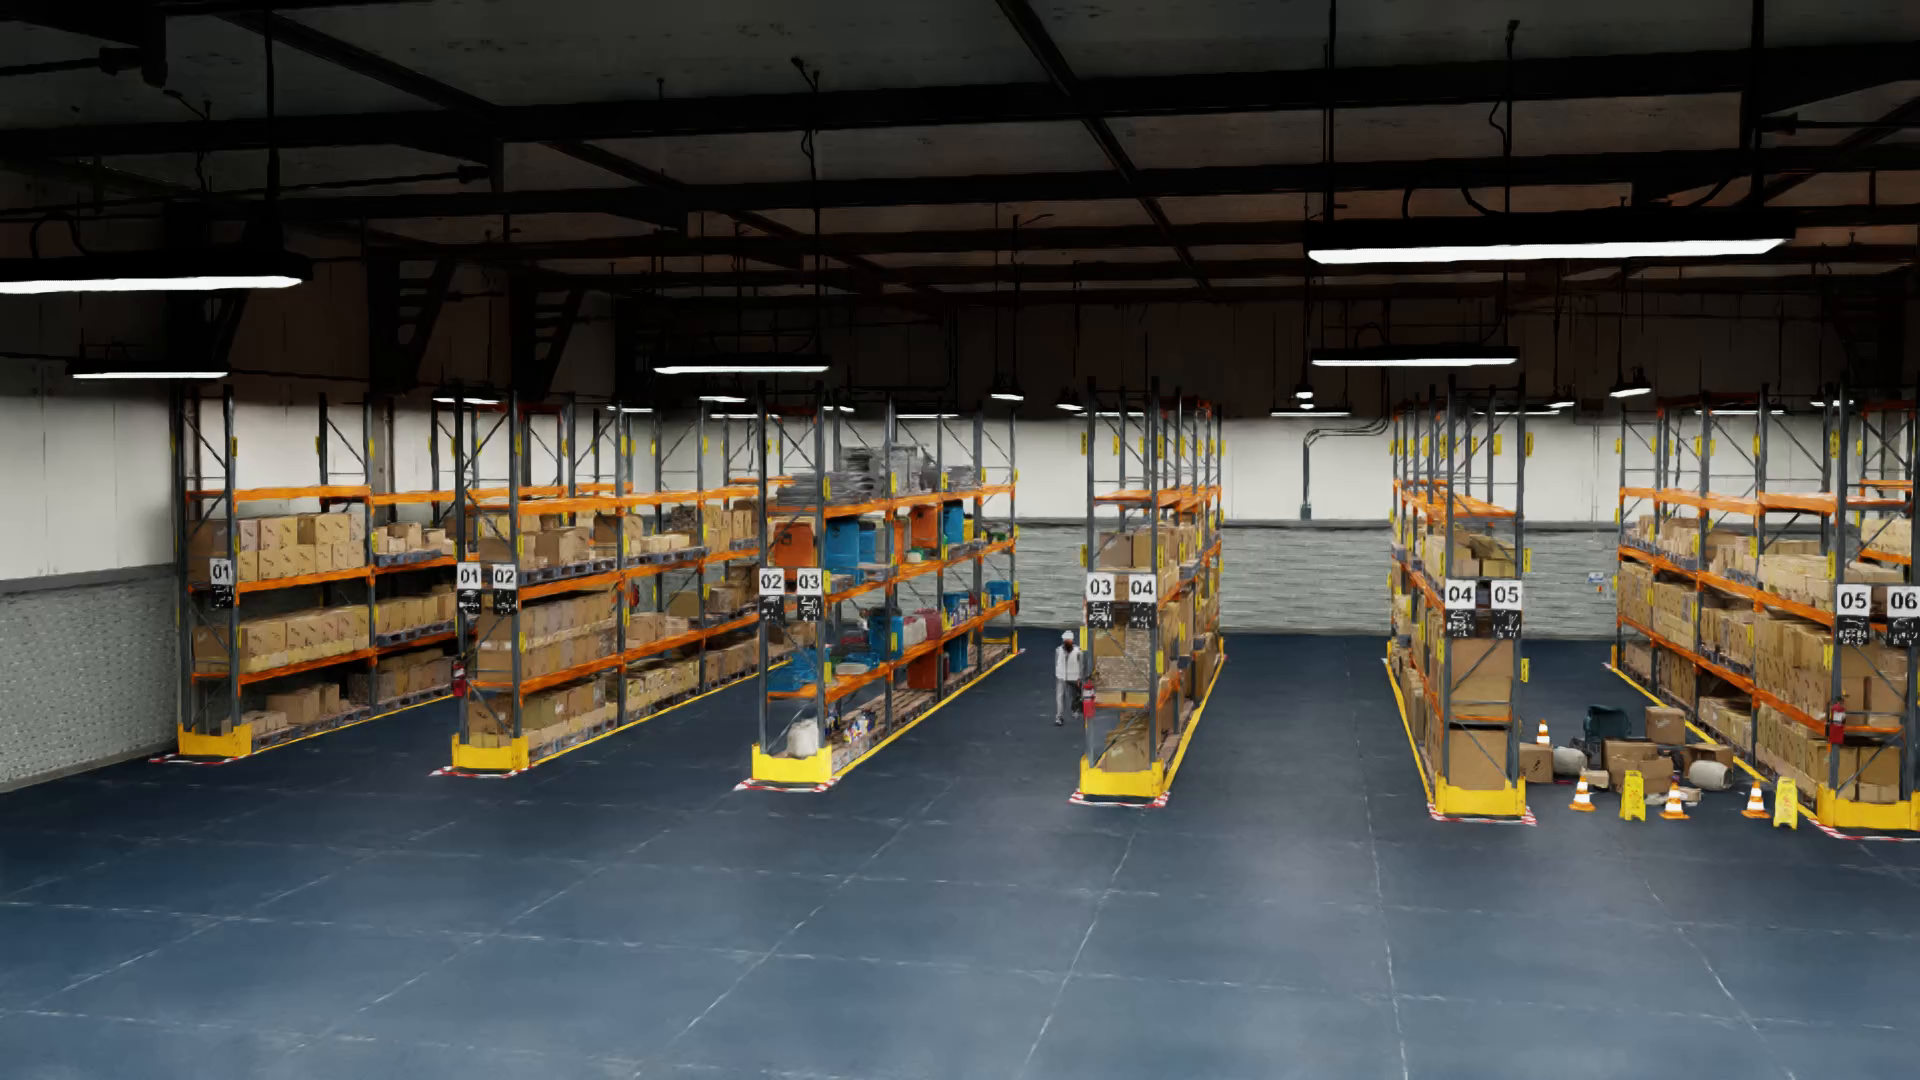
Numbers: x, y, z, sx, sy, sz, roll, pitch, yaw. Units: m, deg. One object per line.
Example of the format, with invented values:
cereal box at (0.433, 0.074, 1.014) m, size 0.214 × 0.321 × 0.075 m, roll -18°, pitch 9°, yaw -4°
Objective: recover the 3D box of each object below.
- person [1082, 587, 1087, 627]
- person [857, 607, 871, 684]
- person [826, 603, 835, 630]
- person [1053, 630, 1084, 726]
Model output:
person at (3.343, 1.786, 41.984) m, size 0.567 × 1.736 × 1.044 m, roll 1°, pitch 3°, yaw 11°
person at (-2.003, 2.238, 35.177) m, size 0.399 × 1.570 × 0.469 m, roll -1°, pitch 3°, yaw -20°
person at (-3.622, 1.686, 44.136) m, size 0.619 × 1.715 × 0.973 m, roll 2°, pitch 4°, yaw 34°
person at (1.969, 2.464, 29.980) m, size 0.542 × 1.700 × 1.119 m, roll 1°, pitch 3°, yaw 10°
